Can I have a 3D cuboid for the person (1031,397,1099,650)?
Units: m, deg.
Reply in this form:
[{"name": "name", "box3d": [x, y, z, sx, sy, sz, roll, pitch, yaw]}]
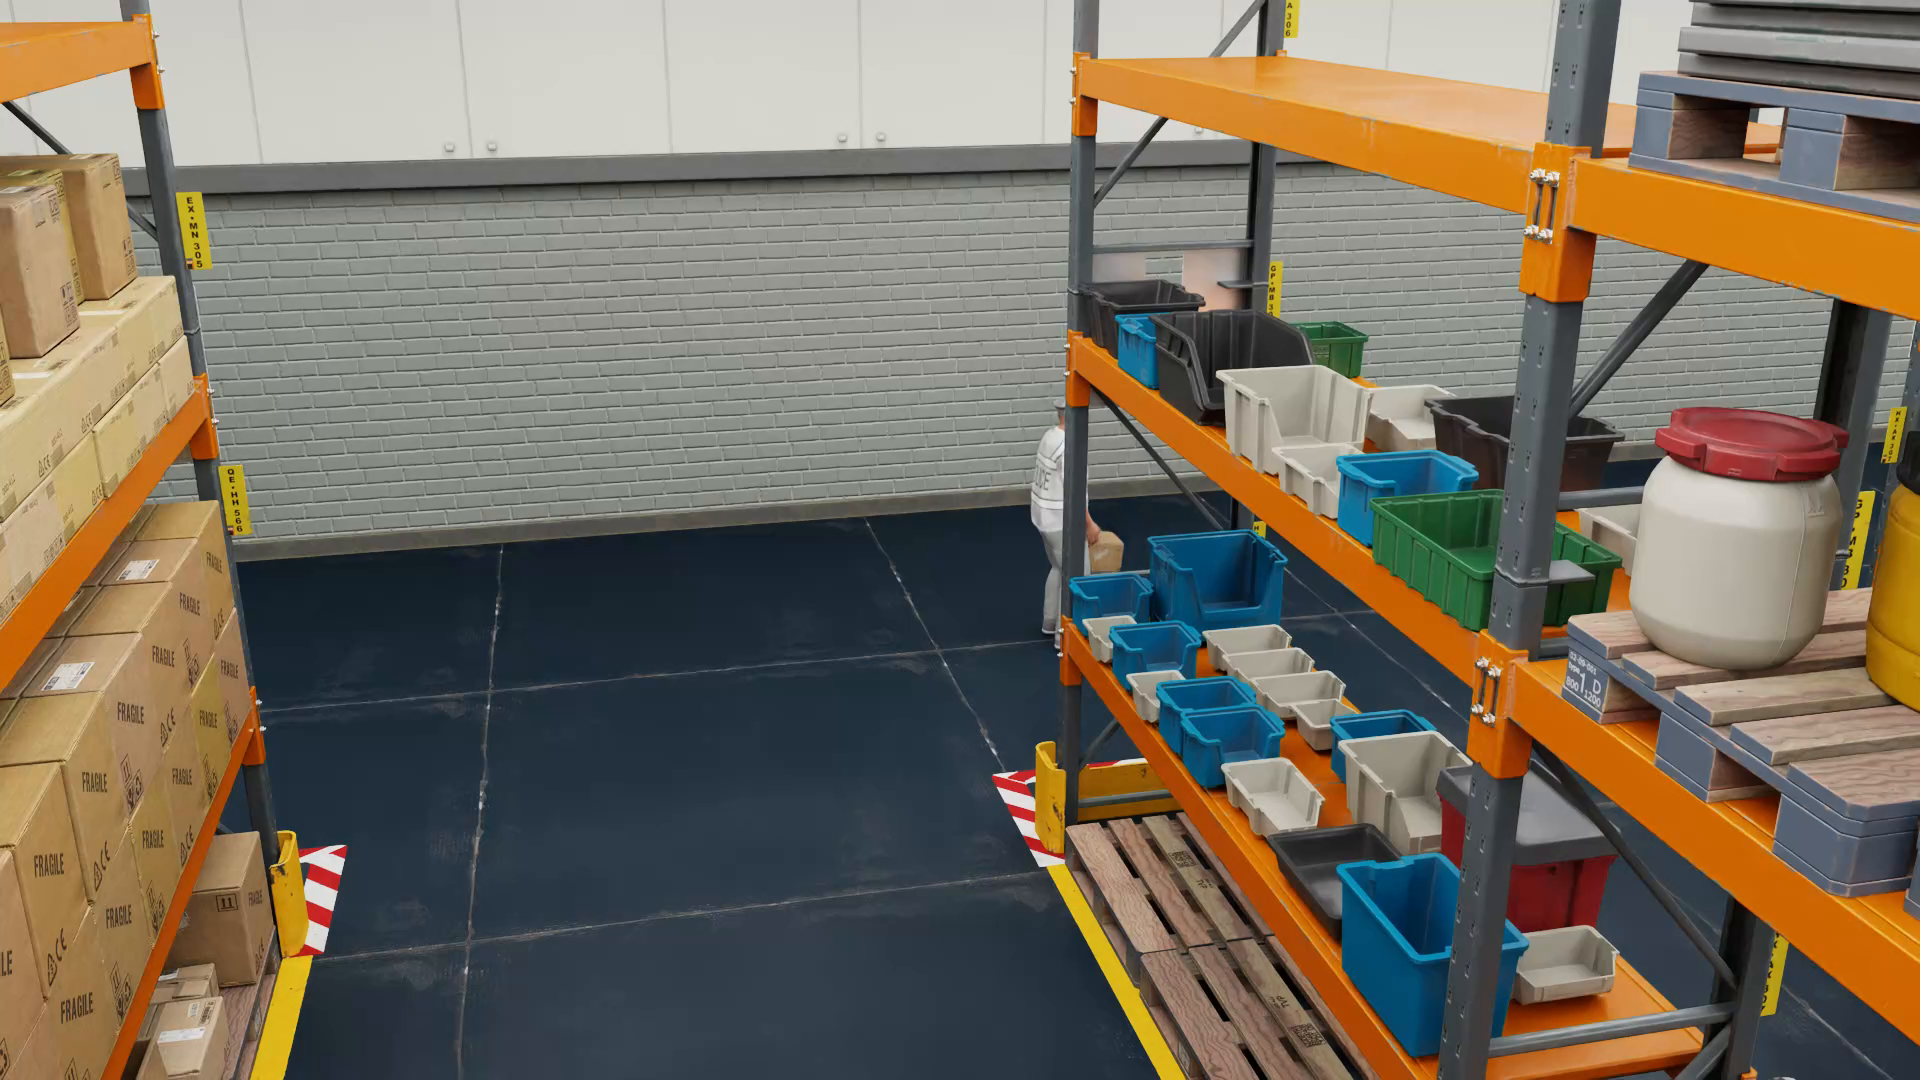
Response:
[{"name": "person", "box3d": [0.719, -0.130, 11.415, 0.438, 1.754, 0.558, -5, 20, -14]}]
